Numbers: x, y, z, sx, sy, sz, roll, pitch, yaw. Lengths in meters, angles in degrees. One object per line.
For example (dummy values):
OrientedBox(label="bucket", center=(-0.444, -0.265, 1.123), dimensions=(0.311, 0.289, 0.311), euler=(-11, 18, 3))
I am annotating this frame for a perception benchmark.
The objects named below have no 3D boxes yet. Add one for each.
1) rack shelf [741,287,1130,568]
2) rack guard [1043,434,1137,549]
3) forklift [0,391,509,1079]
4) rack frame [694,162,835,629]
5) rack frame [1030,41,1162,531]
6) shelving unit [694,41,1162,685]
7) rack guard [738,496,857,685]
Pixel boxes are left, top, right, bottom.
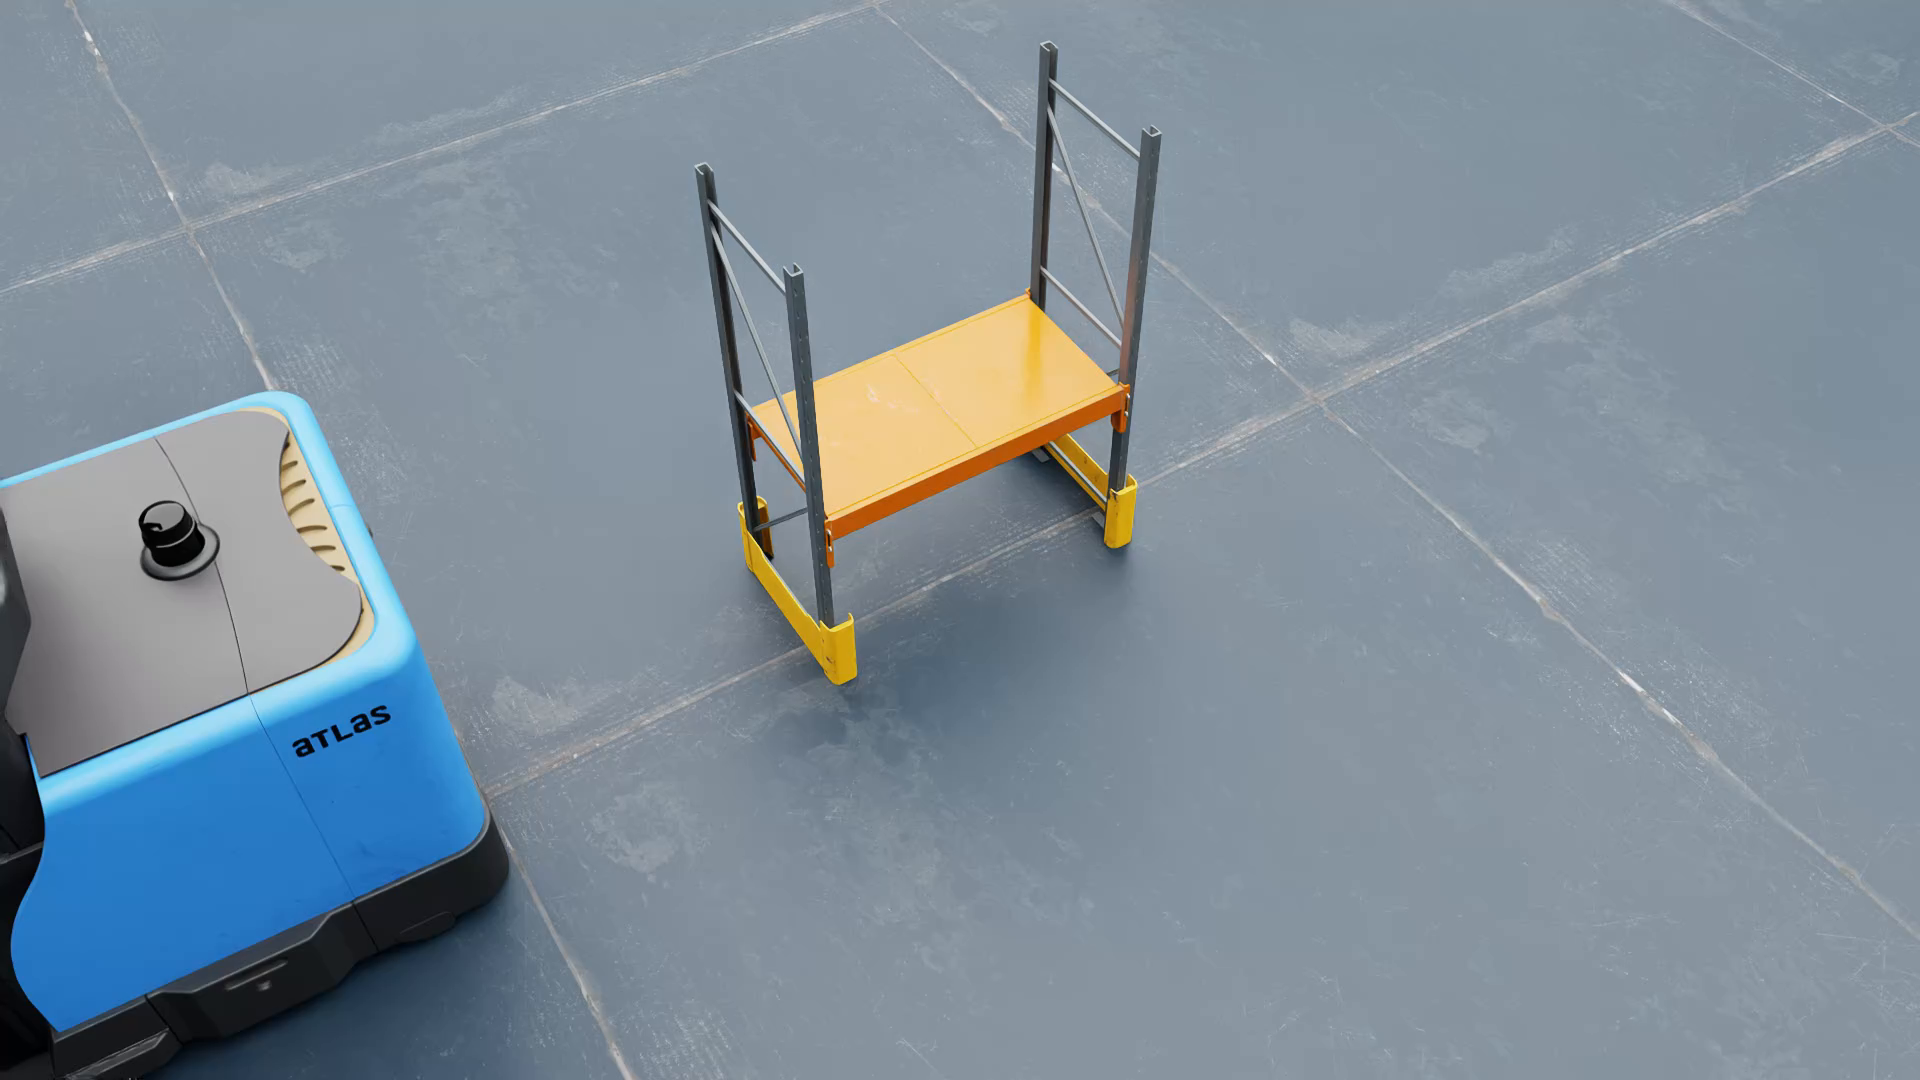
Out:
OrientedBox(label="rack shelf", center=(-0.072, -0.345, 4.794), dimensions=(1.000, 0.185, 0.538), euler=(-25, 53, -21))
OrientedBox(label="rack guard", center=(0.357, -0.251, 5.306), dimensions=(0.087, 0.250, 0.587), euler=(-25, 53, -21))
OrientedBox(label="forklift", center=(-2.721, 0.207, 3.103), dimensions=(3.031, 2.935, 1.130), euler=(-23, 52, -20))
OrientedBox(label="rack frame", center=(-0.502, -0.262, 4.479), dimensions=(0.032, 1.500, 0.500), euler=(-25, 53, -21))
OrientedBox(label="rack frame", center=(0.358, -0.667, 4.840), dimensions=(0.032, 1.500, 0.500), euler=(-25, 53, -21))
OrientedBox(label="shelving unit", center=(-0.064, -0.468, 4.663), dimensions=(1.083, 1.500, 0.587), euler=(-25, 53, -21))
OrientedBox(label="rack guard", center=(-0.486, 0.146, 4.953), dimensions=(0.087, 0.250, 0.587), euler=(-25, 53, -21))
